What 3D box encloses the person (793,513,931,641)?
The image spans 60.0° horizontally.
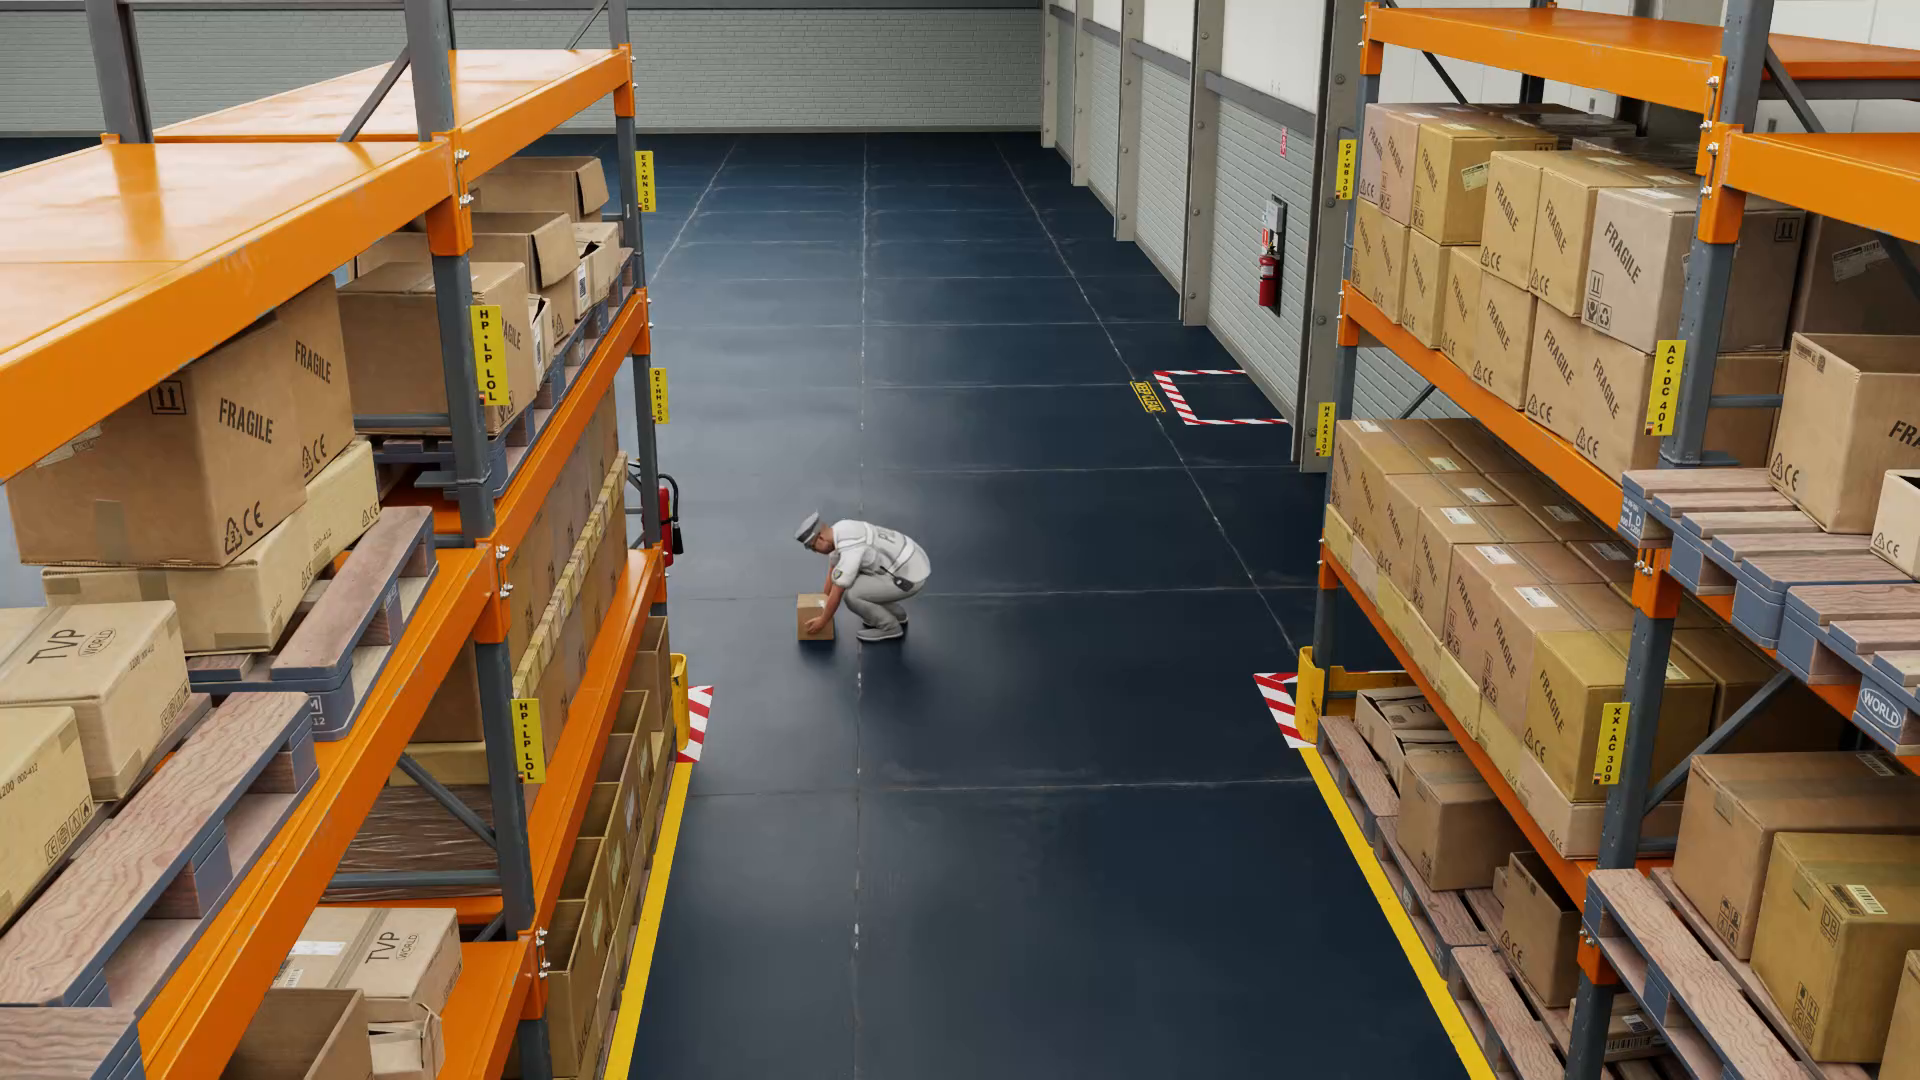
[{"bbox_3d":[-0.683,0.231,11.655,0.953,0.920,0.562,-1,20,-3],"label":"person"}]
